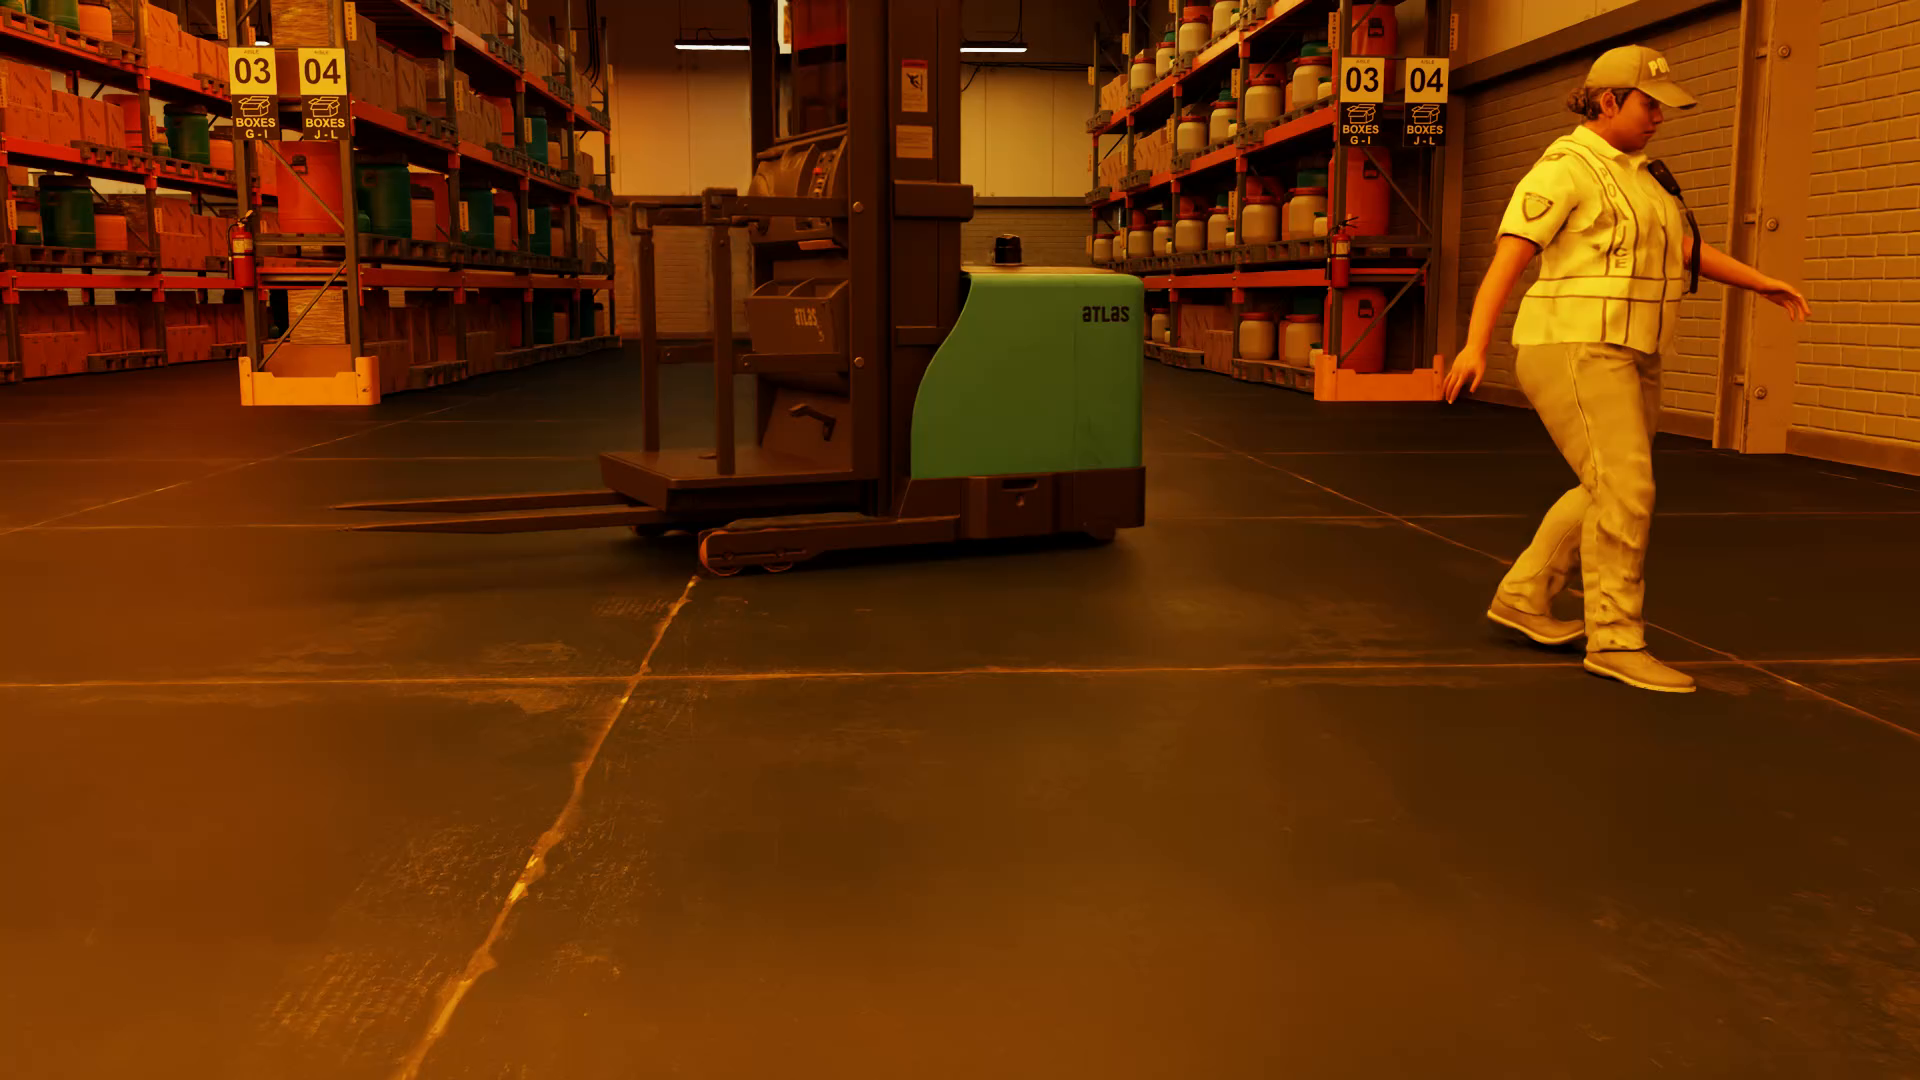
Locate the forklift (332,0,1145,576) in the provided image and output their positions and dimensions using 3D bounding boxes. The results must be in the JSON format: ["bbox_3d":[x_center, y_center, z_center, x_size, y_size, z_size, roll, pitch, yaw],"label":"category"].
[{"bbox_3d":[-0.809,-1.408,6.310,3.031,2.935,1.130,-4,9,-25],"label":"forklift"}]

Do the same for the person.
[{"bbox_3d":[1.699,-0.461,4.401,0.884,1.644,0.728,-8,11,-41],"label":"person"}]
